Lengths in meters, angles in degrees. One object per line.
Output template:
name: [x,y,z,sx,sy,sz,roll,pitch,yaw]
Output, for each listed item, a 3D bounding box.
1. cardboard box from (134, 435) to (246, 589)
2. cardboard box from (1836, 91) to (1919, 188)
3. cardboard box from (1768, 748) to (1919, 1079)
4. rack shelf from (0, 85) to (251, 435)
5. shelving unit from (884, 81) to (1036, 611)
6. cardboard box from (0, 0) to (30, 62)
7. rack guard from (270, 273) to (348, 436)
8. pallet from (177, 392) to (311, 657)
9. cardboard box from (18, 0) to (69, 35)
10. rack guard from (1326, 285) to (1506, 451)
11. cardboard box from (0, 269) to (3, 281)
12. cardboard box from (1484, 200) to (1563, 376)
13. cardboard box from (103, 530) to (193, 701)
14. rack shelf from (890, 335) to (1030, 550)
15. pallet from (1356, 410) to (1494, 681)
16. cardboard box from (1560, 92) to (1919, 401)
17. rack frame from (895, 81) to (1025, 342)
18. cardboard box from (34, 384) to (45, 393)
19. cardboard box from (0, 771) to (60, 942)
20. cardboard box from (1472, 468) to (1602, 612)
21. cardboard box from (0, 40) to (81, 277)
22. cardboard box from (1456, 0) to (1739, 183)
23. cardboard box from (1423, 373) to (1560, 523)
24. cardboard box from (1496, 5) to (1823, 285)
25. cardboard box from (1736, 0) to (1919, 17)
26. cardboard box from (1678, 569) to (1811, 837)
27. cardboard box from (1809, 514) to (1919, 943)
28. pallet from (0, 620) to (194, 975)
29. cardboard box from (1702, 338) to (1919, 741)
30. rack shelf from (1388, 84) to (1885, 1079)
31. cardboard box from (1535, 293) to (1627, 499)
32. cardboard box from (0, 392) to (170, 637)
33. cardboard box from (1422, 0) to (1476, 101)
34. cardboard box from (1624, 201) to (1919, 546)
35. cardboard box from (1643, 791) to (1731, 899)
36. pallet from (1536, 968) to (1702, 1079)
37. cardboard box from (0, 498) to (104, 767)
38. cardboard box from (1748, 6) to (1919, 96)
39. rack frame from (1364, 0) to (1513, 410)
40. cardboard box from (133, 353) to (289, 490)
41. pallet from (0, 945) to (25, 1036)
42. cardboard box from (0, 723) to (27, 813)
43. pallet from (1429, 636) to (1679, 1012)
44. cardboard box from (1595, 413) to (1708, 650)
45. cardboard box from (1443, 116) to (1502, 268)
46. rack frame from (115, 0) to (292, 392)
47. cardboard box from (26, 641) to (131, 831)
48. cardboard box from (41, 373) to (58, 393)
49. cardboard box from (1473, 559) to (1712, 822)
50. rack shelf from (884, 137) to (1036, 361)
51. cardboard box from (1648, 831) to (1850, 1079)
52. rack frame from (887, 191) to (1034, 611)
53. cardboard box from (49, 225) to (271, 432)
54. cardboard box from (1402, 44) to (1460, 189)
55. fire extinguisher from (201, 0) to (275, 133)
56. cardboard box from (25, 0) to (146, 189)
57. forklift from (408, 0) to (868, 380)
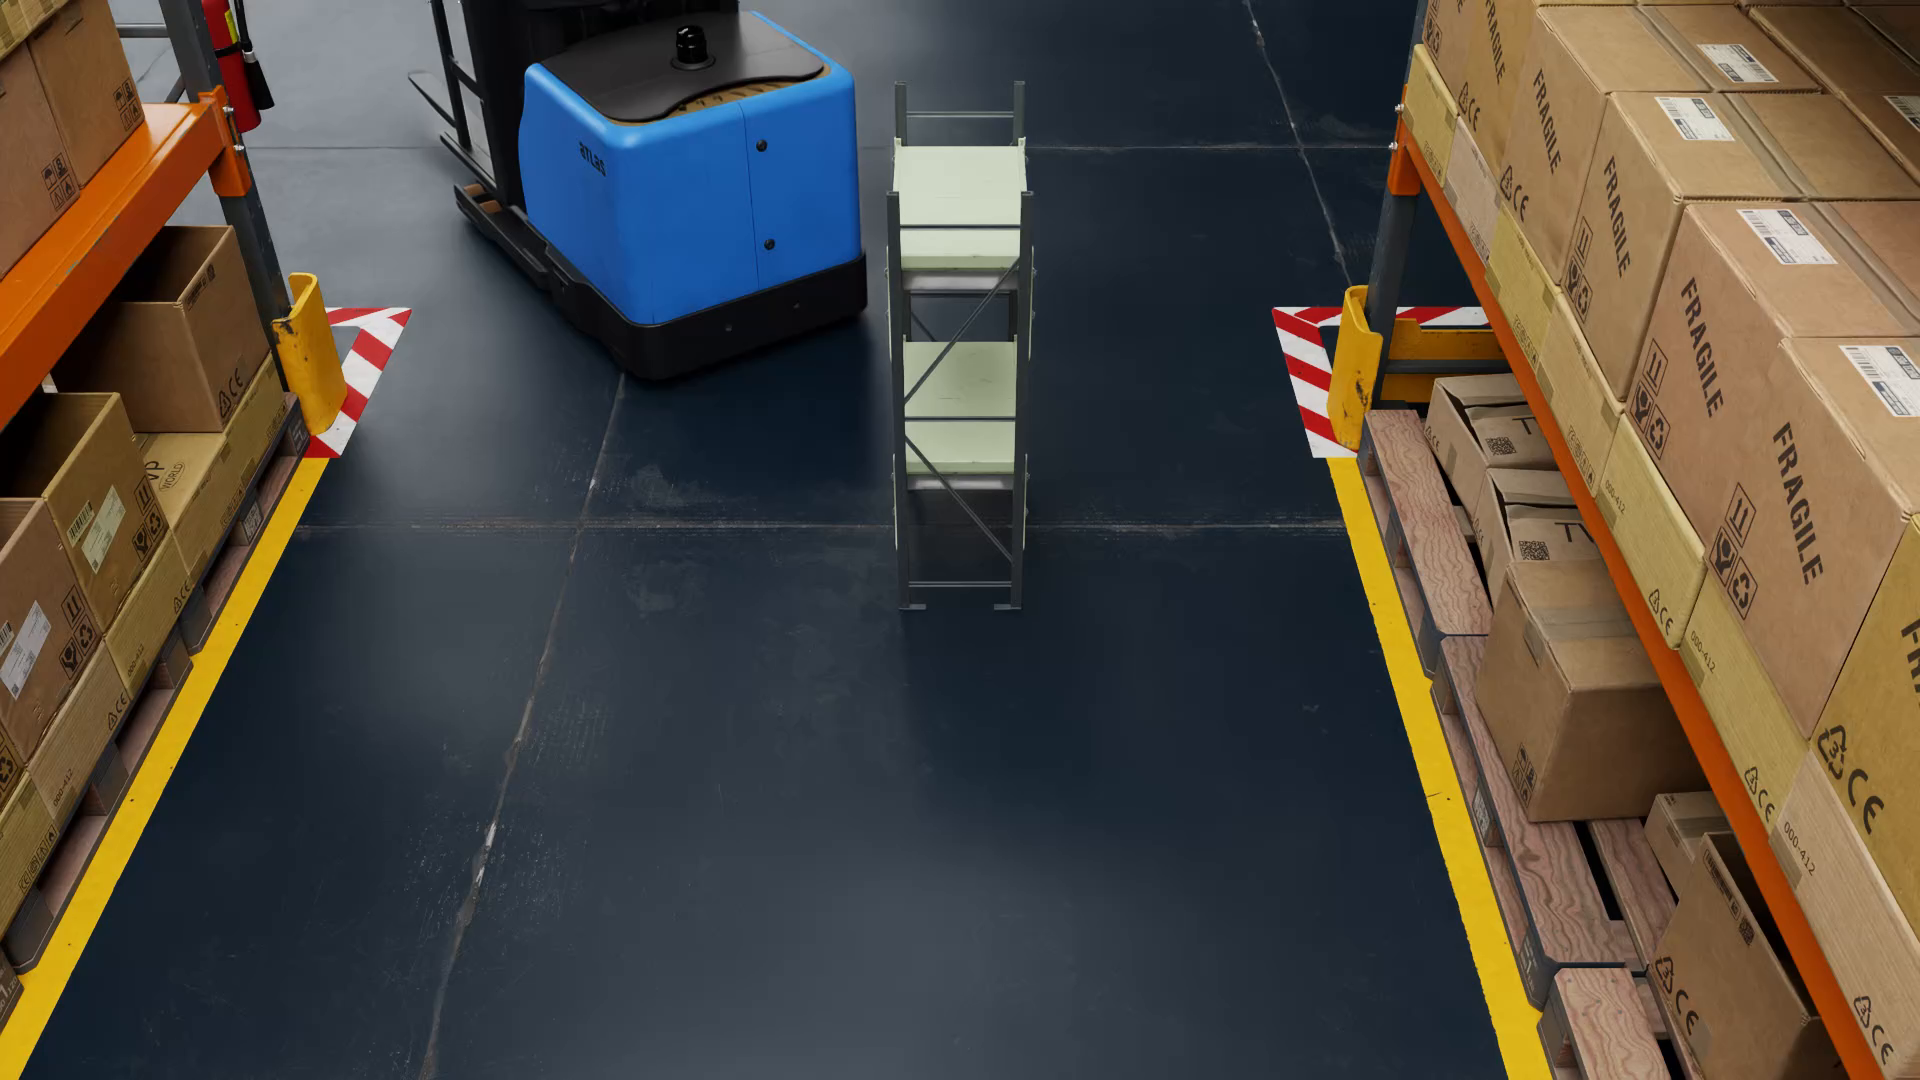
cardboard box: [-2.653,-0.095,5.332,0.500,0.250,0.500,0,39,0]
cardboard box: [2.201,-0.652,3.669,0.500,0.500,0.500,0,39,1]
cardboard box: [1.693,0.599,2.708,0.500,0.250,0.500,0,39,0]
rack shelf: [-2.959,-0.120,4.077,1.077,0.370,4.000,0,39,0]
shelving unit: [0.000,-0.589,5.286,0.431,1.500,0.755,0,39,0]
cardboard box: [-2.769,-1.381,4.476,0.380,0.149,0.250,-1,39,-1]
rack guard: [-2.962,-0.691,6.213,1.175,0.500,0.348,0,39,0]
pallet: [-2.919,-0.085,5.687,1.003,0.211,1.213,0,39,0]
cardboard box: [-2.769,-1.541,4.676,0.380,0.149,0.250,1,39,1]
rack guard: [1.992,-0.635,6.142,1.175,0.500,0.348,0,39,0]
cardboard box: [-2.974,-0.760,4.219,0.700,0.500,0.500,0,39,0]
cardboard box: [1.685,-0.658,4.276,0.500,0.250,0.500,-1,39,-1]
cardboard box: [-2.651,0.218,4.942,0.500,0.250,0.500,0,39,0]
rack shelf: [0.000,-0.335,5.490,0.431,0.370,0.720,0,39,0]
pallet: [1.958,-0.014,5.598,1.003,0.211,1.213,0,39,0]
cardboard box: [1.689,-0.646,3.661,0.500,0.500,0.500,1,39,1]
rack frame: [0.000,-0.818,5.572,0.400,1.500,0.023,0,39,0]
cardboard box: [-3.181,-0.387,5.097,0.500,0.500,0.500,0,39,0]
cardboard box: [-2.645,0.843,4.162,0.500,0.250,0.500,0,39,0]
cardboard box: [1.903,0.009,5.138,0.500,0.311,0.500,3,39,4]
cardboard box: [-2.969,-1.070,4.607,0.700,0.500,0.500,1,39,1]
cardboard box: [1.683,-1.292,4.467,0.500,0.500,0.500,0,39,0]
cardboard box: [1.903,-0.347,5.583,0.500,0.311,0.500,-4,39,-5]
cardboard box: [1.677,-0.968,4.064,0.500,0.500,0.500,-1,39,-2]
cardboard box: [2.196,-1.290,4.465,0.500,0.500,0.500,0,39,1]
cardboard box: [1.701,0.287,3.097,0.500,0.250,0.500,0,39,0]
cardboard box: [1.687,0.307,2.473,0.500,0.500,0.500,0,39,0]
pallet: [-2.920,0.676,4.738,1.003,0.211,1.213,0,39,0]
cardboard box: [1.681,-0.005,2.862,0.500,0.500,0.500,0,39,0]
rack shelf: [1.994,-0.126,4.084,1.077,0.370,4.000,0,39,0]
cardboard box: [1.683,-0.342,3.882,0.500,0.250,0.500,0,39,0]
cardboard box: [-2.648,-0.075,4.708,0.500,0.500,0.500,0,39,0]
cardboard box: [1.692,-1.601,4.853,0.500,0.500,0.500,0,39,0]
cardboard box: [1.691,-0.320,3.255,0.500,0.500,0.500,-1,39,-1]
cardboard box: [2.015,0.785,4.300,0.380,0.149,0.250,-3,39,-4]
pallet: [1.960,1.512,3.694,1.003,0.211,1.213,0,39,0]
cardboard box: [-2.648,0.238,4.318,0.500,0.500,0.500,0,39,0]
cardboard box: [2.201,-0.967,4.062,0.500,0.500,0.500,-1,39,-1]
rack frame: [1.992,-1.657,5.420,1.000,3.000,0.127,0,39,0]
cardboard box: [-2.666,-0.407,5.723,0.500,0.250,0.500,0,39,0]
pallet: [-2.916,1.441,3.783,1.003,0.211,1.213,0,39,0]
cardboard box: [-2.646,0.551,3.927,0.500,0.500,0.500,0,39,0]
pallet: [1.956,0.747,4.649,1.003,0.211,1.213,0,39,0]
cardboard box: [1.685,-0.027,3.489,0.500,0.250,0.500,0,39,0]
cardboard box: [1.690,-0.977,4.674,0.500,0.250,0.500,-1,39,-1]
rack frame: [-2.962,-1.652,5.412,1.000,3.000,0.127,0,39,0]
cardboard box: [-2.652,0.531,4.552,0.500,0.250,0.500,0,39,0]
cardboard box: [-3.184,-0.407,5.722,0.500,0.250,0.500,0,39,0]
cardboard box: [1.854,0.394,4.506,0.700,0.500,0.500,-2,39,-3]
rack shelf: [0.000,-0.894,5.042,0.431,0.370,0.720,0,39,0]
cardboard box: [1.955,0.999,3.752,0.500,0.500,0.500,-3,39,-3]
rack frame: [0.000,-0.361,5.001,0.400,1.500,0.023,0,39,0]
cardboard box: [-2.663,-0.700,5.488,0.500,0.500,0.500,0,39,0]
cardboard box: [1.675,-1.301,5.079,0.500,0.250,0.500,-1,39,-1]
fire extinguisher: [-2.497,-1.696,5.529,0.296,0.674,0.183,0,39,0]
cardboard box: [-2.974,-1.399,5.017,0.700,0.500,0.500,0,39,0]
forklift: [-1.627,-2.643,6.704,1.130,2.935,3.031,-23,44,-26]
